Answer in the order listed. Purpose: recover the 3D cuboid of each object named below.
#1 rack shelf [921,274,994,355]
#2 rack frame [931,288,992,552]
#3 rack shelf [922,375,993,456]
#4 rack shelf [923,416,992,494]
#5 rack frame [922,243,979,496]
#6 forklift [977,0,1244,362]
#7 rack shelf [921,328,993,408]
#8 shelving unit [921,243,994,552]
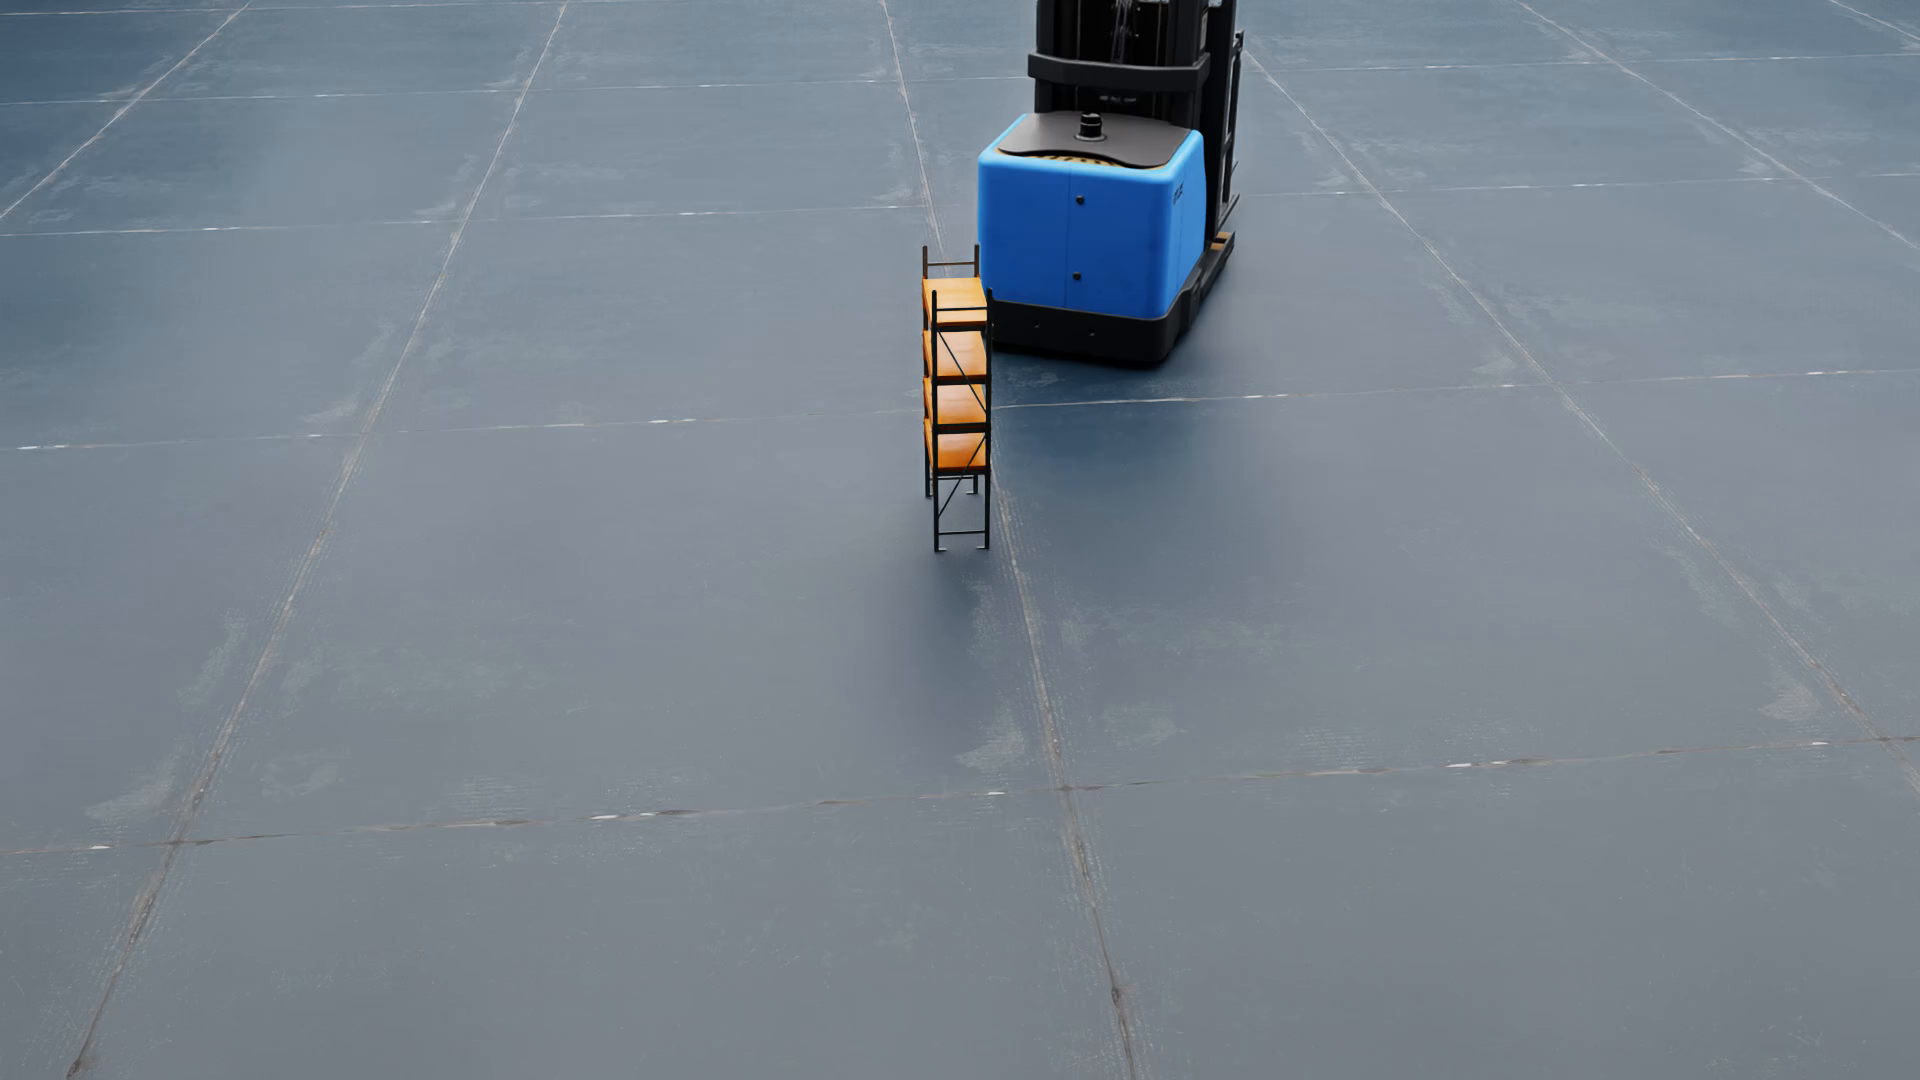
[{"bbox_3d":[-0.015,-0.937,6.882,0.258,0.148,0.480,-3,31,-5],"label":"rack shelf"},{"bbox_3d":[0.007,-0.475,6.875,0.240,1.200,0.015,-3,31,-5],"label":"rack frame"},{"bbox_3d":[-0.015,-0.542,7.118,0.258,0.148,0.480,-3,31,-5],"label":"rack shelf"},{"bbox_3d":[-0.015,-0.371,7.220,0.258,0.148,0.480,-3,31,-5],"label":"rack shelf"},{"bbox_3d":[-0.038,-0.724,7.292,0.240,1.200,0.015,-3,31,-5],"label":"rack frame"},{"bbox_3d":[1.034,-2.927,9.292,1.130,2.935,3.031,10,32,16],"label":"forklift"},{"bbox_3d":[-0.015,-0.734,7.004,0.258,0.148,0.480,-3,31,-5],"label":"rack shelf"},{"bbox_3d":[-0.015,-0.600,7.084,0.258,1.200,0.503,-3,31,-5],"label":"shelving unit"}]
